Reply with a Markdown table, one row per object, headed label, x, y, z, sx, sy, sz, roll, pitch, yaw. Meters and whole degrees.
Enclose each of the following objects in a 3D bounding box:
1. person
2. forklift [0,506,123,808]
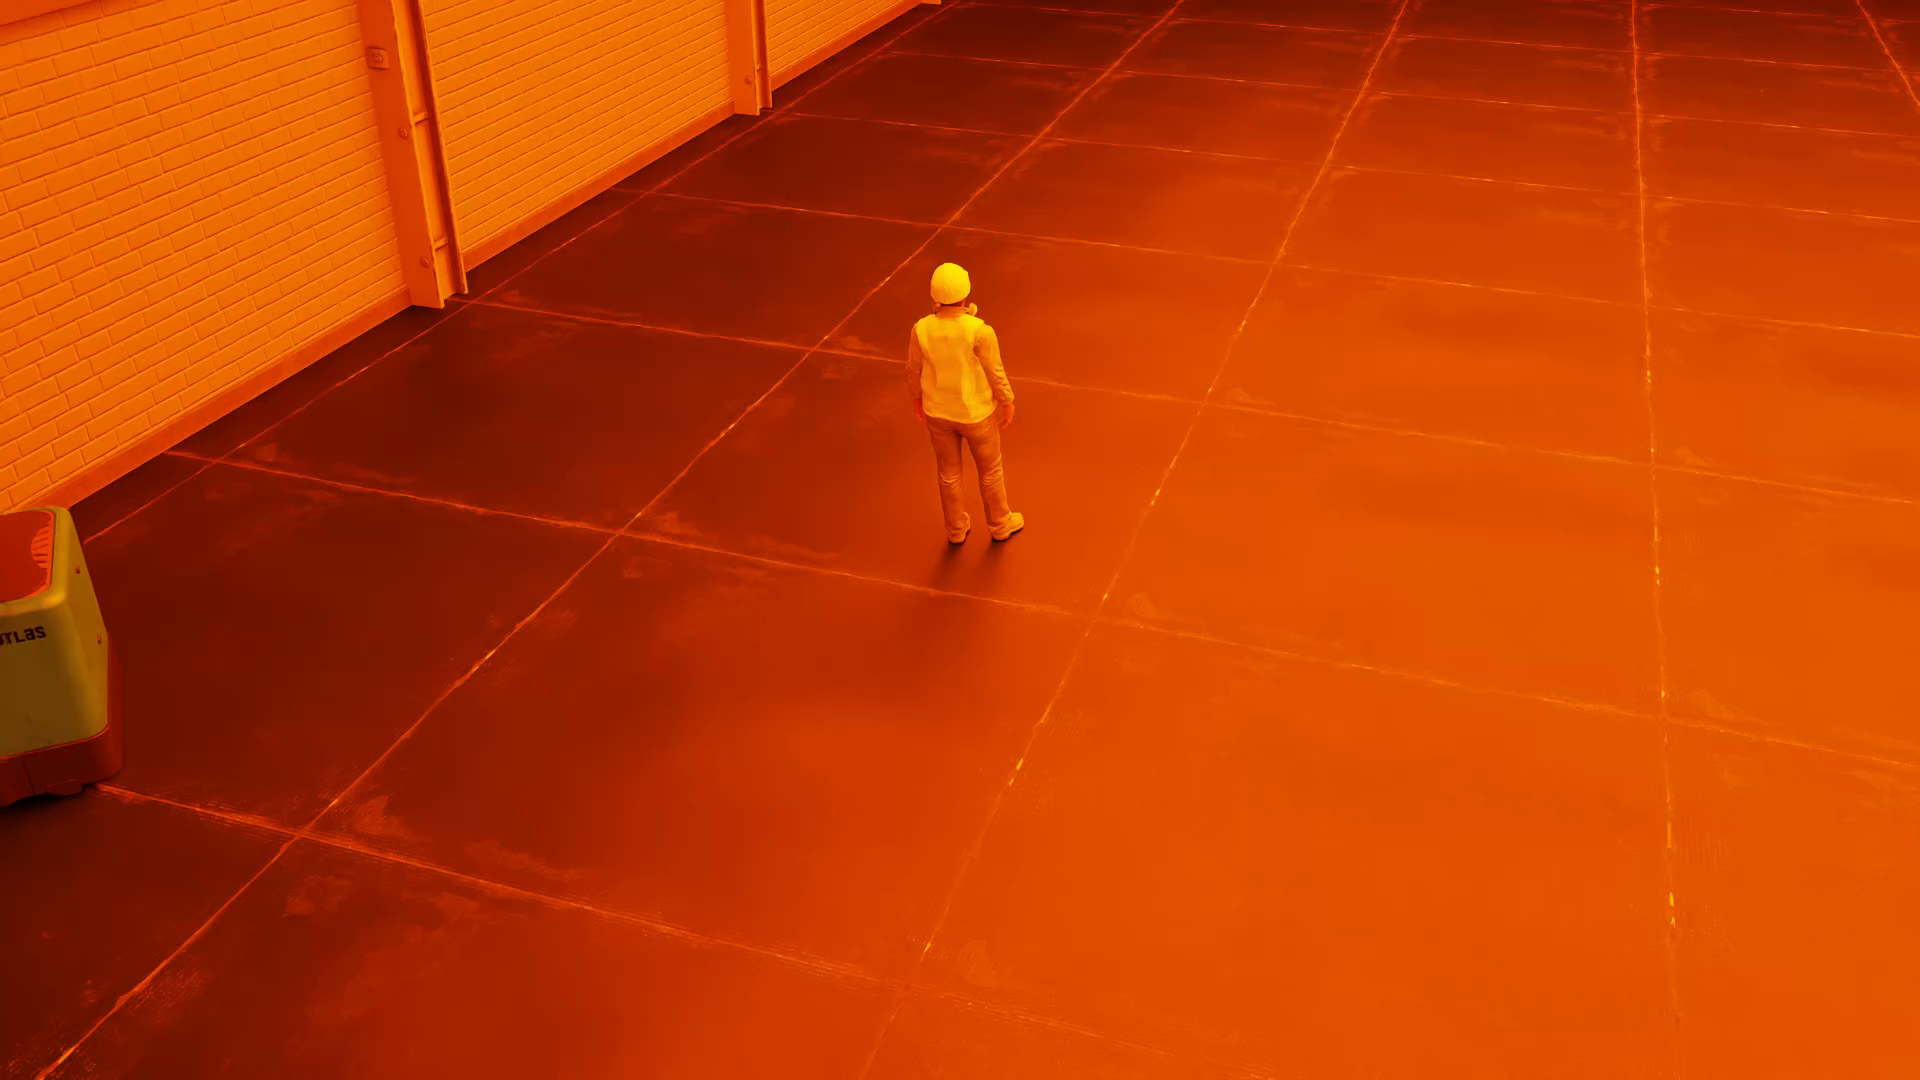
| label | x | y | z | sx | sy | sz | roll | pitch | yaw |
| --- | --- | --- | --- | --- | --- | --- | --- | --- | --- |
| person | 0.027 | -0.806 | 9.703 | 0.634 | 1.775 | 0.566 | 10 | 31 | 16 |
| forklift | -5.611 | -0.016 | 7.165 | 3.031 | 2.935 | 1.130 | -12 | 32 | -21 |
